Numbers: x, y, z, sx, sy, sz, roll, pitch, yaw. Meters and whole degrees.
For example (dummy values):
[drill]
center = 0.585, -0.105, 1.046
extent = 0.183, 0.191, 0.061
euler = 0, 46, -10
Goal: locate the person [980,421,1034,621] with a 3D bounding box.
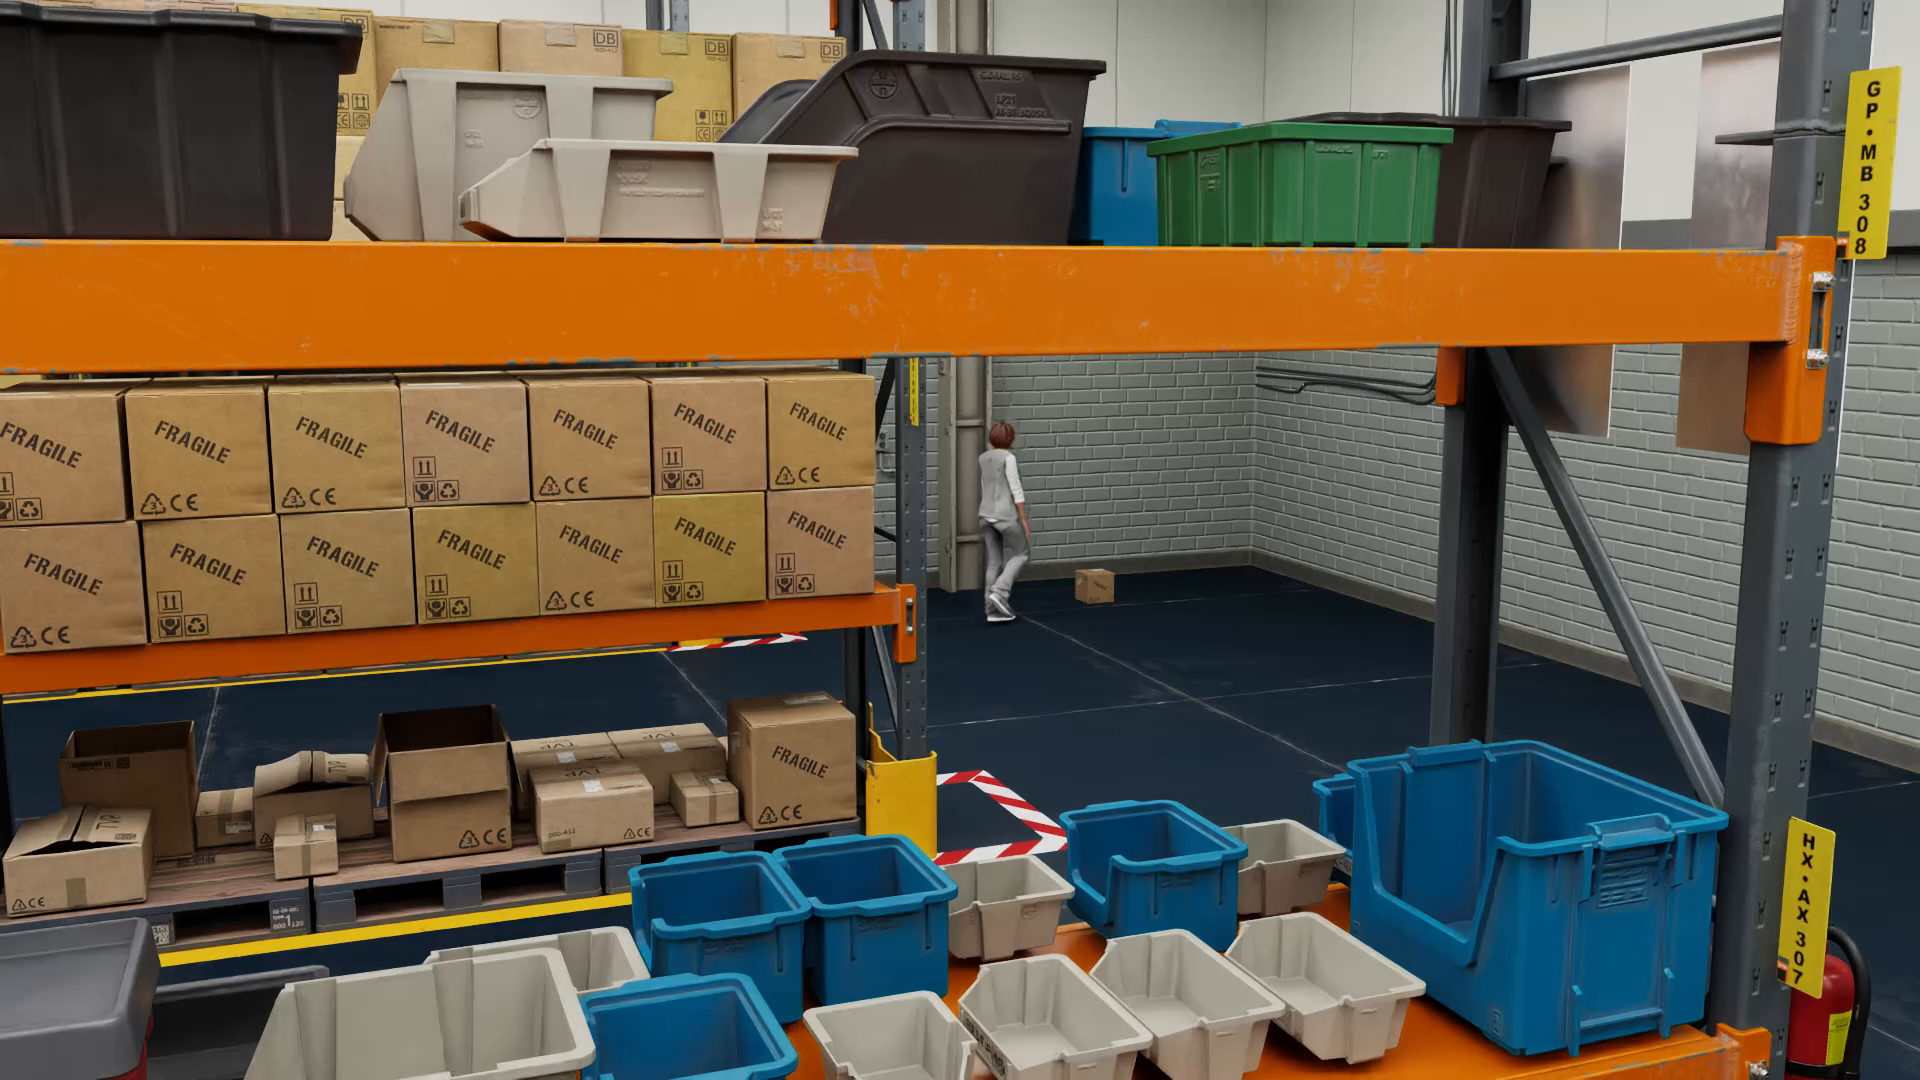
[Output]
[person]
center = 0.379, -0.143, 13.220
extent = 0.543, 1.573, 0.454
euler = 8, 12, 41
